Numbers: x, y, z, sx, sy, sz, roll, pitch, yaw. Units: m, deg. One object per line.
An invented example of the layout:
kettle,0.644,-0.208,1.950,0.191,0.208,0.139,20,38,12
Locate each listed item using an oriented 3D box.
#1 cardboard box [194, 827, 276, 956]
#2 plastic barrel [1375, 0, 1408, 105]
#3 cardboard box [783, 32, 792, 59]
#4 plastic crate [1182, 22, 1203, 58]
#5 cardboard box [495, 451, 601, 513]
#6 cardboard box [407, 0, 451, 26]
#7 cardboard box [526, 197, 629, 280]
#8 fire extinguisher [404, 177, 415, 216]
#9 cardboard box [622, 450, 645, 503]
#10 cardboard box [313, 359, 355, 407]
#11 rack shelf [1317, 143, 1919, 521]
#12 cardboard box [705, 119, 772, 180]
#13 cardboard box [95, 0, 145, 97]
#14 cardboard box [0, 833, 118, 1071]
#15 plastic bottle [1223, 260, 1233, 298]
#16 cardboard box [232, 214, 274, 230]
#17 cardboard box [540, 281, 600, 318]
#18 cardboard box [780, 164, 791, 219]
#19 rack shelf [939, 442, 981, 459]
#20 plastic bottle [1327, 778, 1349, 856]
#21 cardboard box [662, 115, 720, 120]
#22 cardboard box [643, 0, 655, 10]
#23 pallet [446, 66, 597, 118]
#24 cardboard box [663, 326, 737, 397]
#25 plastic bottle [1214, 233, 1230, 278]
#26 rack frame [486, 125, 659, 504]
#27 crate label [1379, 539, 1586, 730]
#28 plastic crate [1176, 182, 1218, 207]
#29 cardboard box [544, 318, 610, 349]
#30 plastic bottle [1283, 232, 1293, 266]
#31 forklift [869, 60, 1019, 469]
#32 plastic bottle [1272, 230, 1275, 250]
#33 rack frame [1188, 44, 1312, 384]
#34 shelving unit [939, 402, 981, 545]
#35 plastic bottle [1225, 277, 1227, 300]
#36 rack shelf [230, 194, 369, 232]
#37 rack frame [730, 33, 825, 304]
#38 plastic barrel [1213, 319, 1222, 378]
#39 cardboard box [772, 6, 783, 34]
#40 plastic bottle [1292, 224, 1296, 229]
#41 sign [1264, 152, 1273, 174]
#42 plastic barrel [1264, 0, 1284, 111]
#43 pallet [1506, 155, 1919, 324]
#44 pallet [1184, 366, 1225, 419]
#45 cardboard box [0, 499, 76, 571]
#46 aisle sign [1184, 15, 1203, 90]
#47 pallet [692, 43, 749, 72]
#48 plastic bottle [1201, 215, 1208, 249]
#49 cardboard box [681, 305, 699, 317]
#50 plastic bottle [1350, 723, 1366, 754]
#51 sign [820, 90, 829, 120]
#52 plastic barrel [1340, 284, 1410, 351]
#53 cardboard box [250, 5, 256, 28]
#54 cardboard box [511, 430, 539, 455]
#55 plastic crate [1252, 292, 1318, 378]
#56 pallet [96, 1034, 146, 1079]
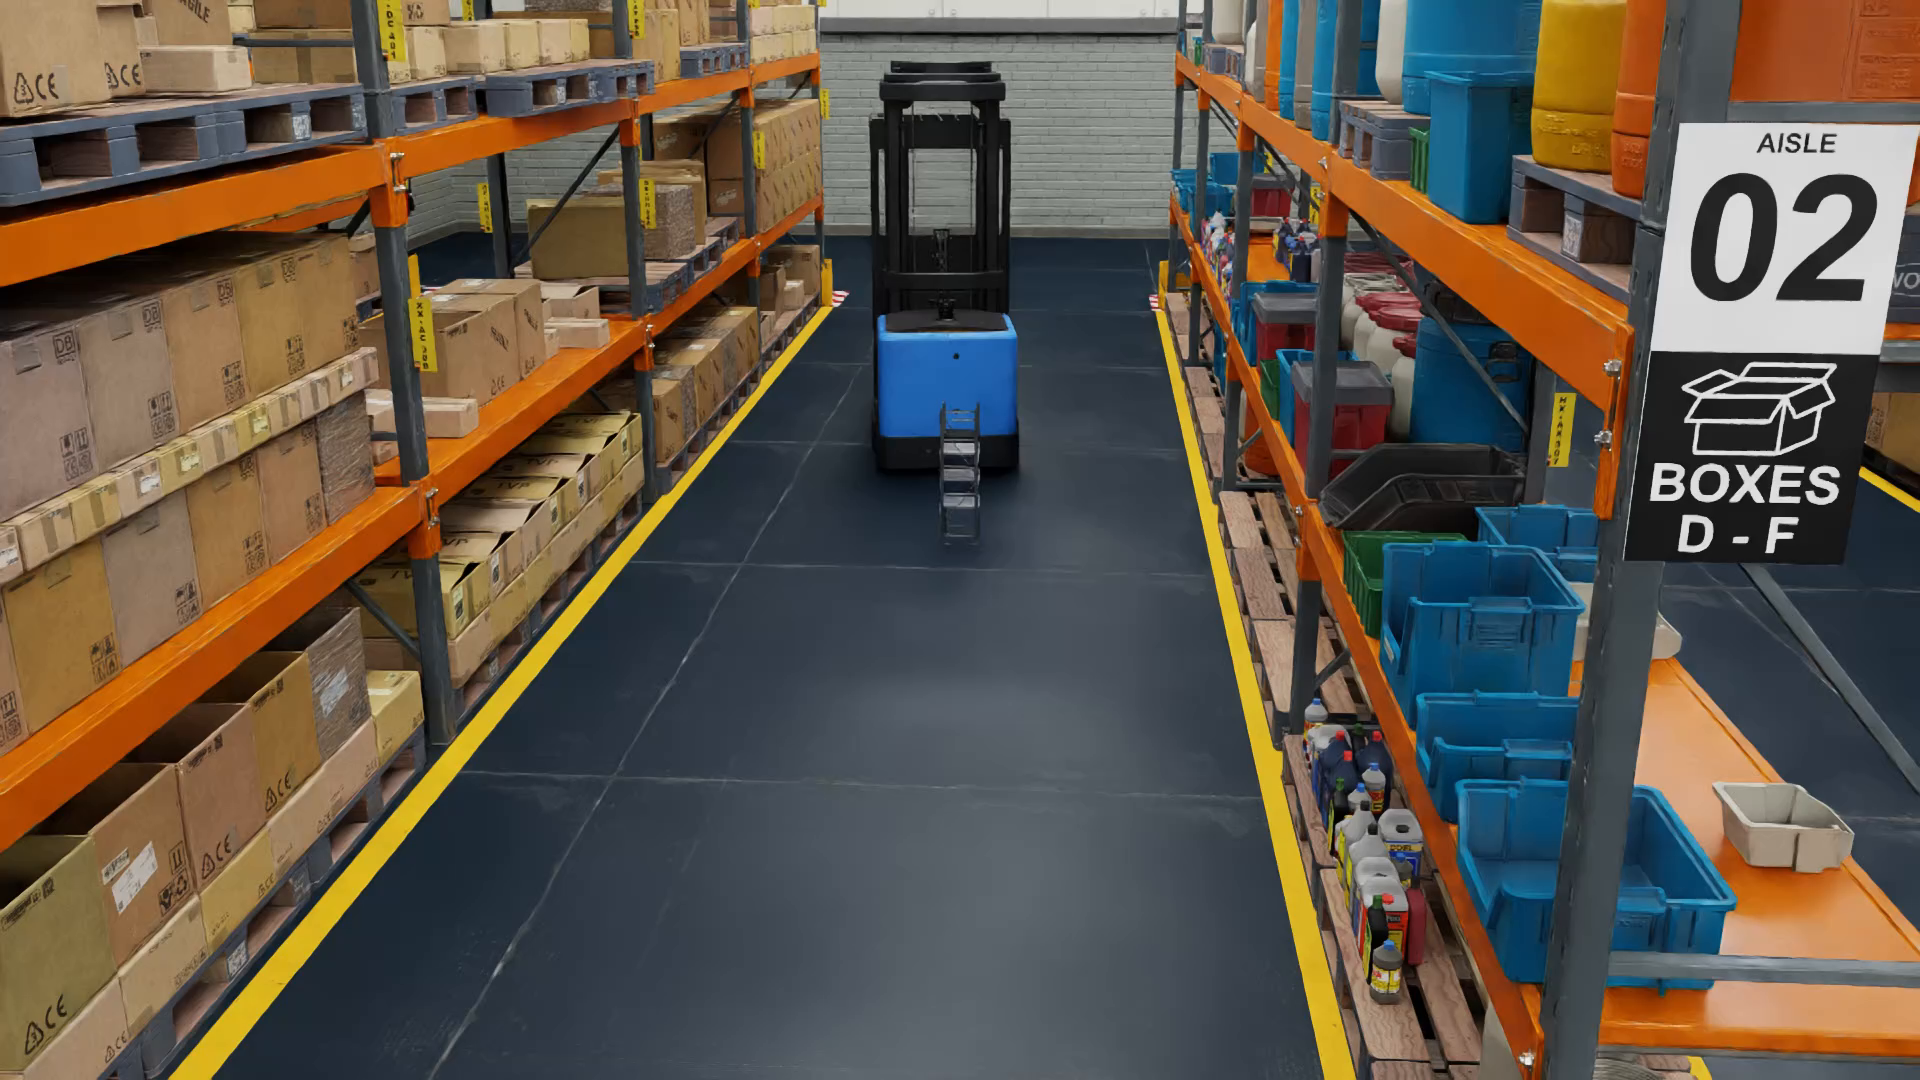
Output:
cardboard box,-2.845,1.255,6.016,0.500,0.250,0.500,1,18,4
plastic barrel,1.786,-1.904,6.245,0.421,0.512,0.421,0,18,0
cardboard box,-1.962,-4.917,16.535,0.500,0.250,0.500,1,18,4
plastic crate,2.490,-5.010,16.677,0.504,0.338,0.767,1,18,4
cardboard box,-2.502,-0.382,10.112,0.500,0.311,0.500,1,18,4
cardboard box,-2.826,-2.745,8.028,0.500,0.500,0.500,3,18,9
cardboard box,-2.708,-2.154,11.845,0.700,0.500,0.500,-5,19,-15
fire extinguisher,-6.537,-4.126,19.420,0.296,0.674,0.183,1,18,4
cardboard box,-2.435,-0.433,11.169,0.500,0.250,0.500,2,18,5
cardboard box,-2.753,-0.657,6.907,0.380,0.149,0.250,1,18,3
rack shelf,1.870,-0.817,4.938,1.077,0.370,4.000,1,18,4
cardboard box,-2.039,-3.614,15.369,0.500,0.500,0.500,2,18,5
cardboard box,-3.171,-1.699,5.408,0.797,0.503,0.637,3,18,10
cardboard box,-2.920,1.209,4.952,0.500,0.500,0.500,1,18,4
plastic bottle,1.974,-1.899,12.109,0.097,0.271,0.097,0,18,0
cardboard box,-7.240,-3.371,15.913,0.980,0.700,0.700,2,18,5
cardboard box,-2.710,-1.555,10.994,0.500,0.311,0.500,2,18,7
cardboard box,-1.974,-3.466,16.521,0.500,0.500,0.500,1,18,4
rack shelf,0.001,-0.570,10.745,0.258,0.077,0.200,1,18,4
plastic bottle,1.474,1.077,6.474,0.061,0.283,0.133,2,18,6
cardboard box,-2.542,-3.796,15.924,0.500,0.500,0.500,1,18,3
cardboard box,-2.530,-4.109,12.063,0.500,0.500,0.500,1,18,4
pallet,-2.677,-2.485,9.174,1.003,0.211,1.213,2,18,6
cardboard box,-2.184,-1.504,14.003,0.500,0.500,0.500,2,18,5
plastic bottle,2.061,-2.211,12.934,0.144,0.351,0.185,1,18,4
rack frame,-2.641,-1.709,11.322,1.000,3.000,0.127,1,18,4
crate label,1.588,0.293,5.155,0.502,0.435,0.616,1,18,4
plastic crate,2.433,-3.553,17.120,0.416,0.233,0.300,1,18,4
cardboard box,-2.429,-1.304,10.489,0.380,0.149,0.250,1,18,4
plastic bottle,2.693,-2.376,13.563,0.097,0.271,0.097,0,18,0
forklift,-0.167,-2.331,13.329,1.130,2.935,3.031,-1,18,-3
plastic bottle,2.755,-2.613,14.398,0.097,0.201,0.097,0,18,0
rack frame,2.587,-2.840,14.772,1.000,3.000,0.127,1,18,4
shelving unit,0.001,-0.430,10.791,0.258,0.900,0.210,1,18,4
plastic bottle,1.967,-1.836,12.028,0.097,0.201,0.097,0,18,0
rack shelf,-7.152,-3.340,17.455,1.077,0.370,4.000,1,18,4
rack frame,-2.067,-4.194,18.904,1.000,3.000,0.127,1,18,4
plastic barrel,2.531,-1.873,14.519,0.600,0.901,0.708,1,18,4
cardboard box,-1.990,-4.999,15.983,0.500,0.250,0.500,1,18,4
plastic bottle,2.855,-2.538,14.049,0.152,0.276,0.135,1,18,4
sign,3.423,-4.152,18.516,0.100,0.325,0.005,1,18,4
plastic barrel,1.978,-2.774,9.063,0.600,0.830,0.708,1,18,4
pallet,1.883,-0.703,3.738,1.003,0.211,1.213,1,18,4
pallet,2.490,-1.276,14.478,1.003,0.211,1.213,1,18,4
cardboard box,-2.899,-0.018,4.958,0.380,0.149,0.250,1,18,2
aisle sign,2.582,-5.346,18.247,0.394,0.787,0.004,1,18,4
pallet,-2.471,-4.087,14.062,1.213,0.211,1.003,1,18,4
plastic bottle,2.135,-2.680,14.472,0.061,0.283,0.133,1,18,4
cardboard box,-2.632,-1.828,14.992,0.500,0.500,0.500,0,18,1
plastic bottle,1.663,0.919,6.956,0.061,0.283,0.133,1,18,4
sign,-1.515,-4.875,18.618,0.100,0.325,0.005,1,18,4
plastic barrel,2.409,-1.195,9.574,0.421,0.512,0.421,0,18,0
cardboard box,-6.932,-5.029,16.041,0.500,0.250,0.500,1,18,3
cardboard box,-3.000,-0.549,10.622,0.500,0.311,0.500,1,18,3
plastic crate,1.879,-1.133,9.460,0.402,0.464,0.583,1,18,4
pallet,-3.201,1.862,4.901,1.003,0.211,1.213,1,18,4
